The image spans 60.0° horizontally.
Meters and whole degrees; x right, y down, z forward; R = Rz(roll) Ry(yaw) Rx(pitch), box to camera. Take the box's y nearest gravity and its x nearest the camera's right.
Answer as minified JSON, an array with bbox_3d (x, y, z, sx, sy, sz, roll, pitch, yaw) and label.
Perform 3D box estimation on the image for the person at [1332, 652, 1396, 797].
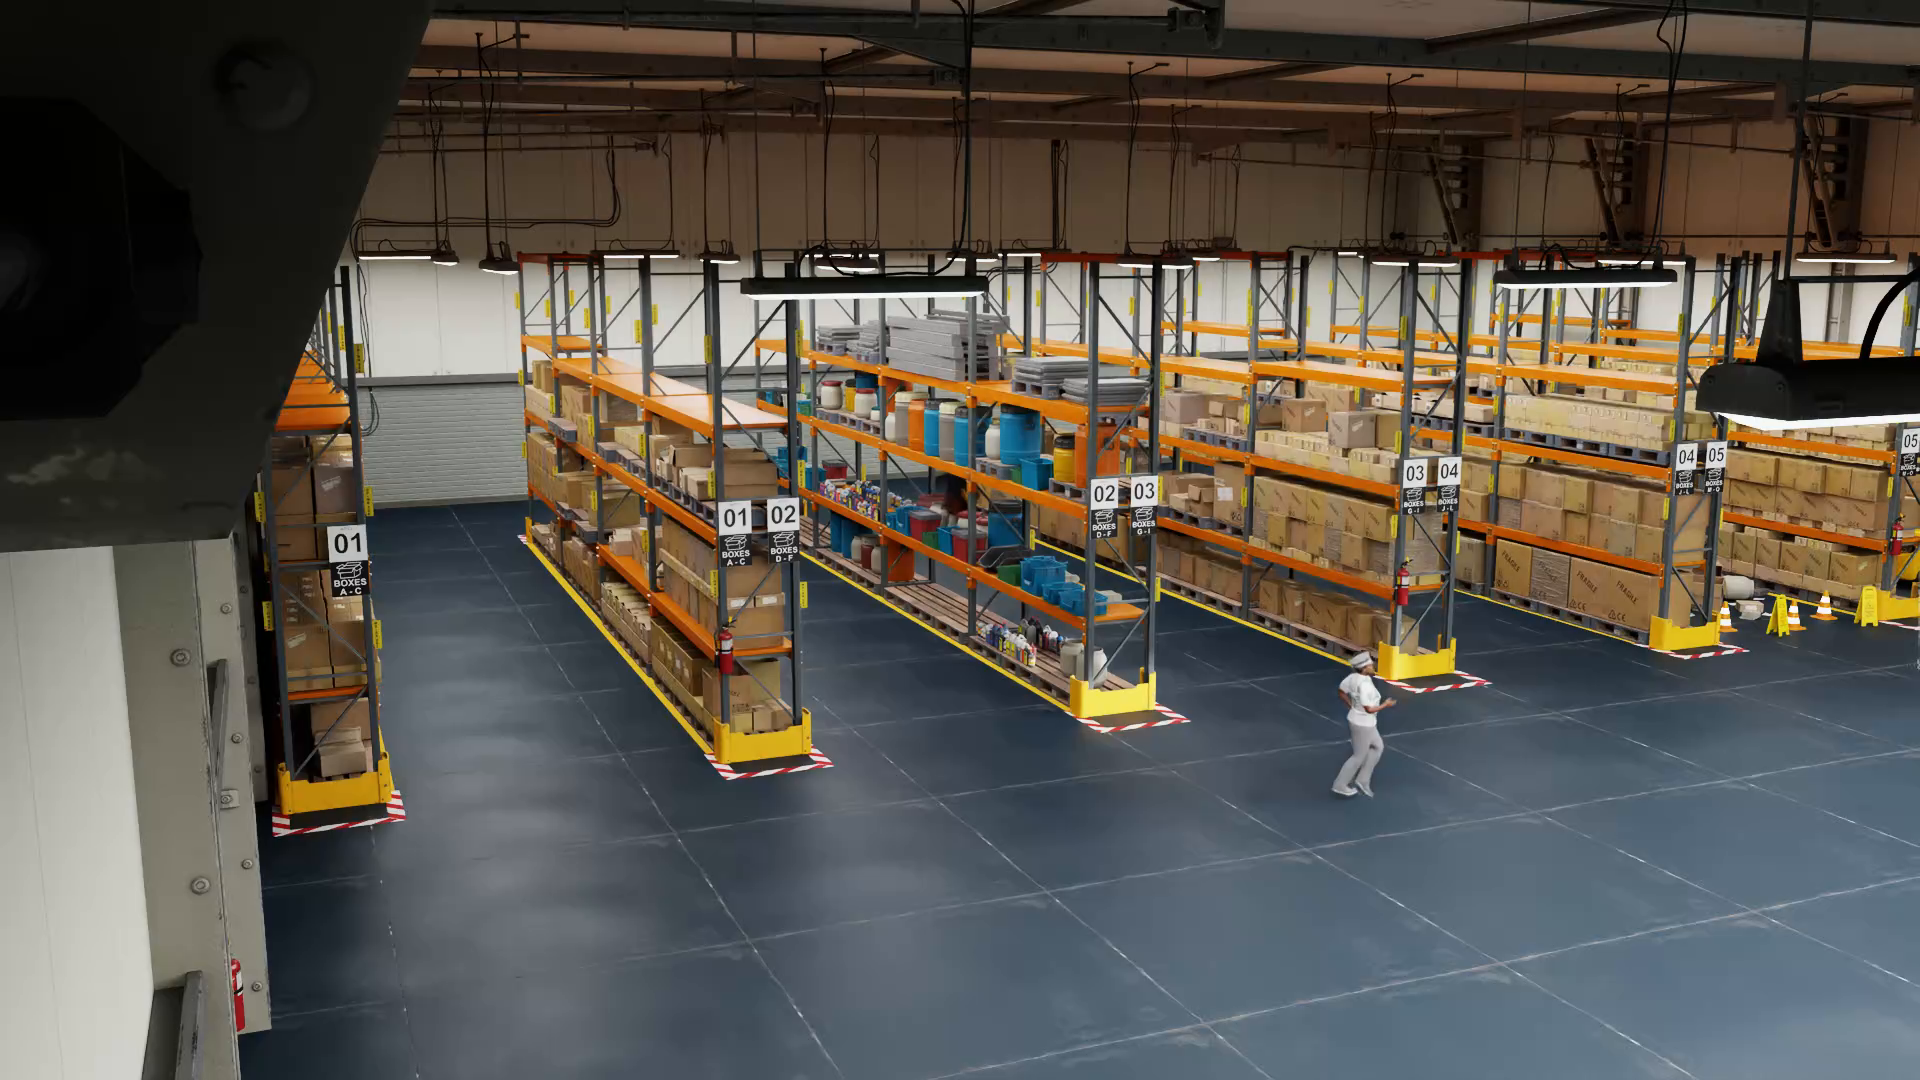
[{"bbox_3d":[4.580,2.110,18.854,0.681,1.742,0.553,1,10,3],"label":"person"}]

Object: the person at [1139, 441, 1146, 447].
[{"bbox_3d":[4.125,-1.463,38.457,0.665,1.709,0.708,-3,11,-14],"label":"person"}]
